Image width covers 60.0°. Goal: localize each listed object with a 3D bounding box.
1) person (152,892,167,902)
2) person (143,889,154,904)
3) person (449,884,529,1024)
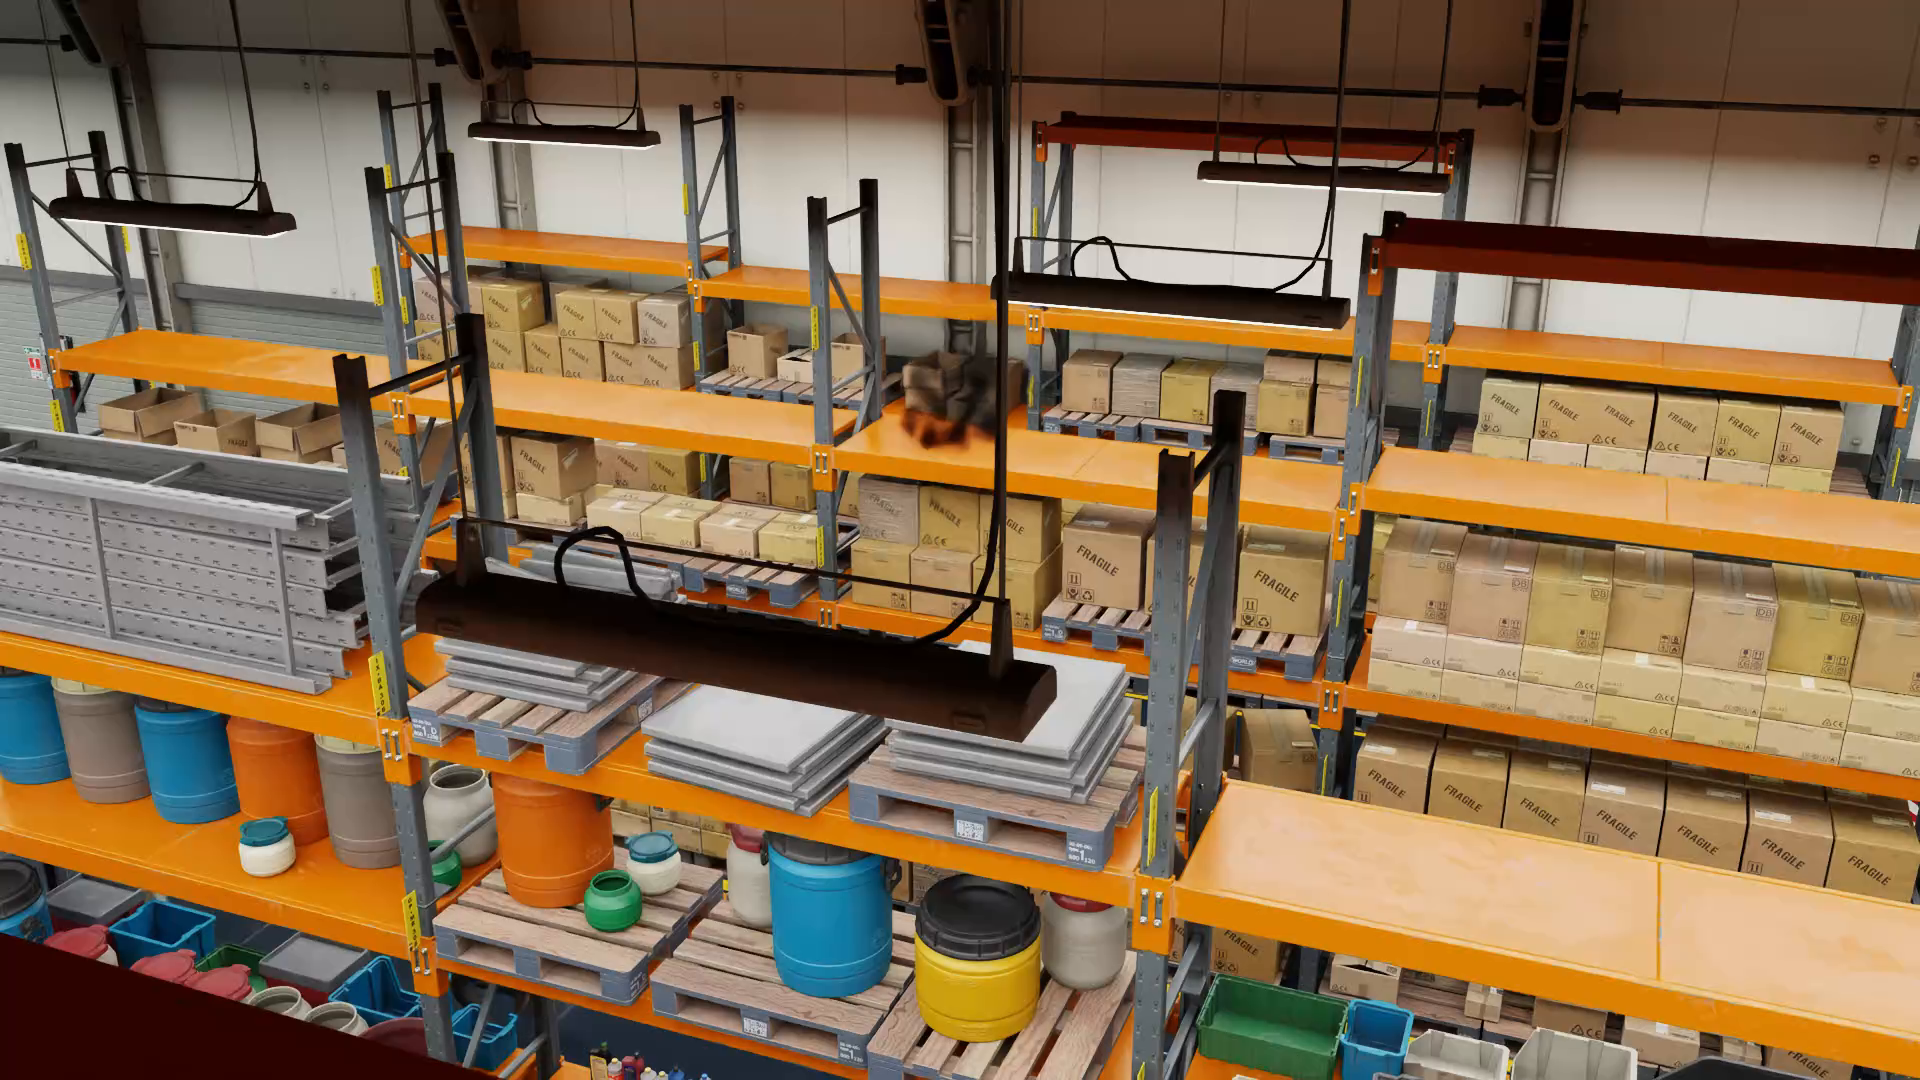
[{"bbox_3d":[-7.014,2.390,13.778,0.691,1.705,0.544,5,21,12],"label":"person"},{"bbox_3d":[-6.510,2.619,13.124,0.677,1.719,0.646,5,21,14],"label":"person"},{"bbox_3d":[-3.528,3.031,12.326,0.591,1.531,0.558,4,21,12],"label":"person"}]
